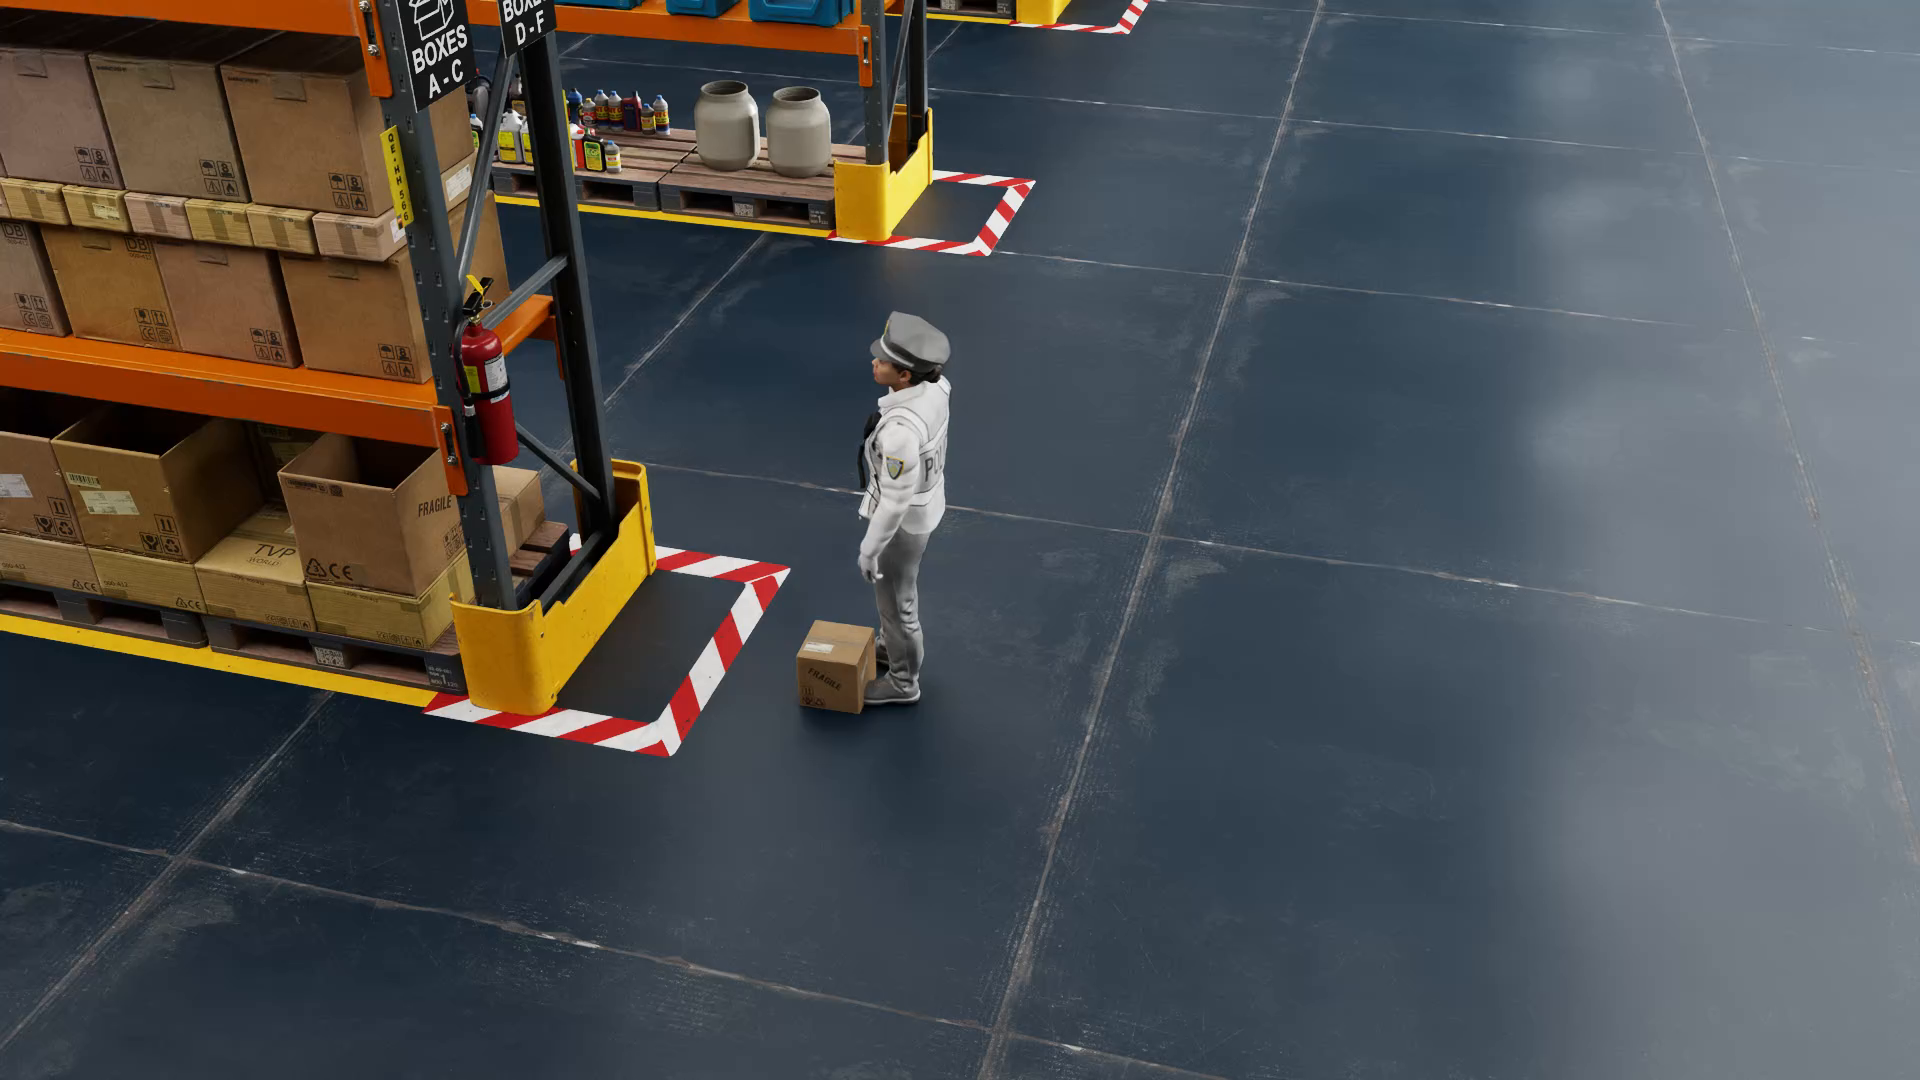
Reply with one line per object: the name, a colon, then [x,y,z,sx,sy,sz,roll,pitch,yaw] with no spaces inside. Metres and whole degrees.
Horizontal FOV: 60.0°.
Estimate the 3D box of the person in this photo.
person: [-0.285,-0.091,6.233,0.531,1.694,0.586,8,34,12]
